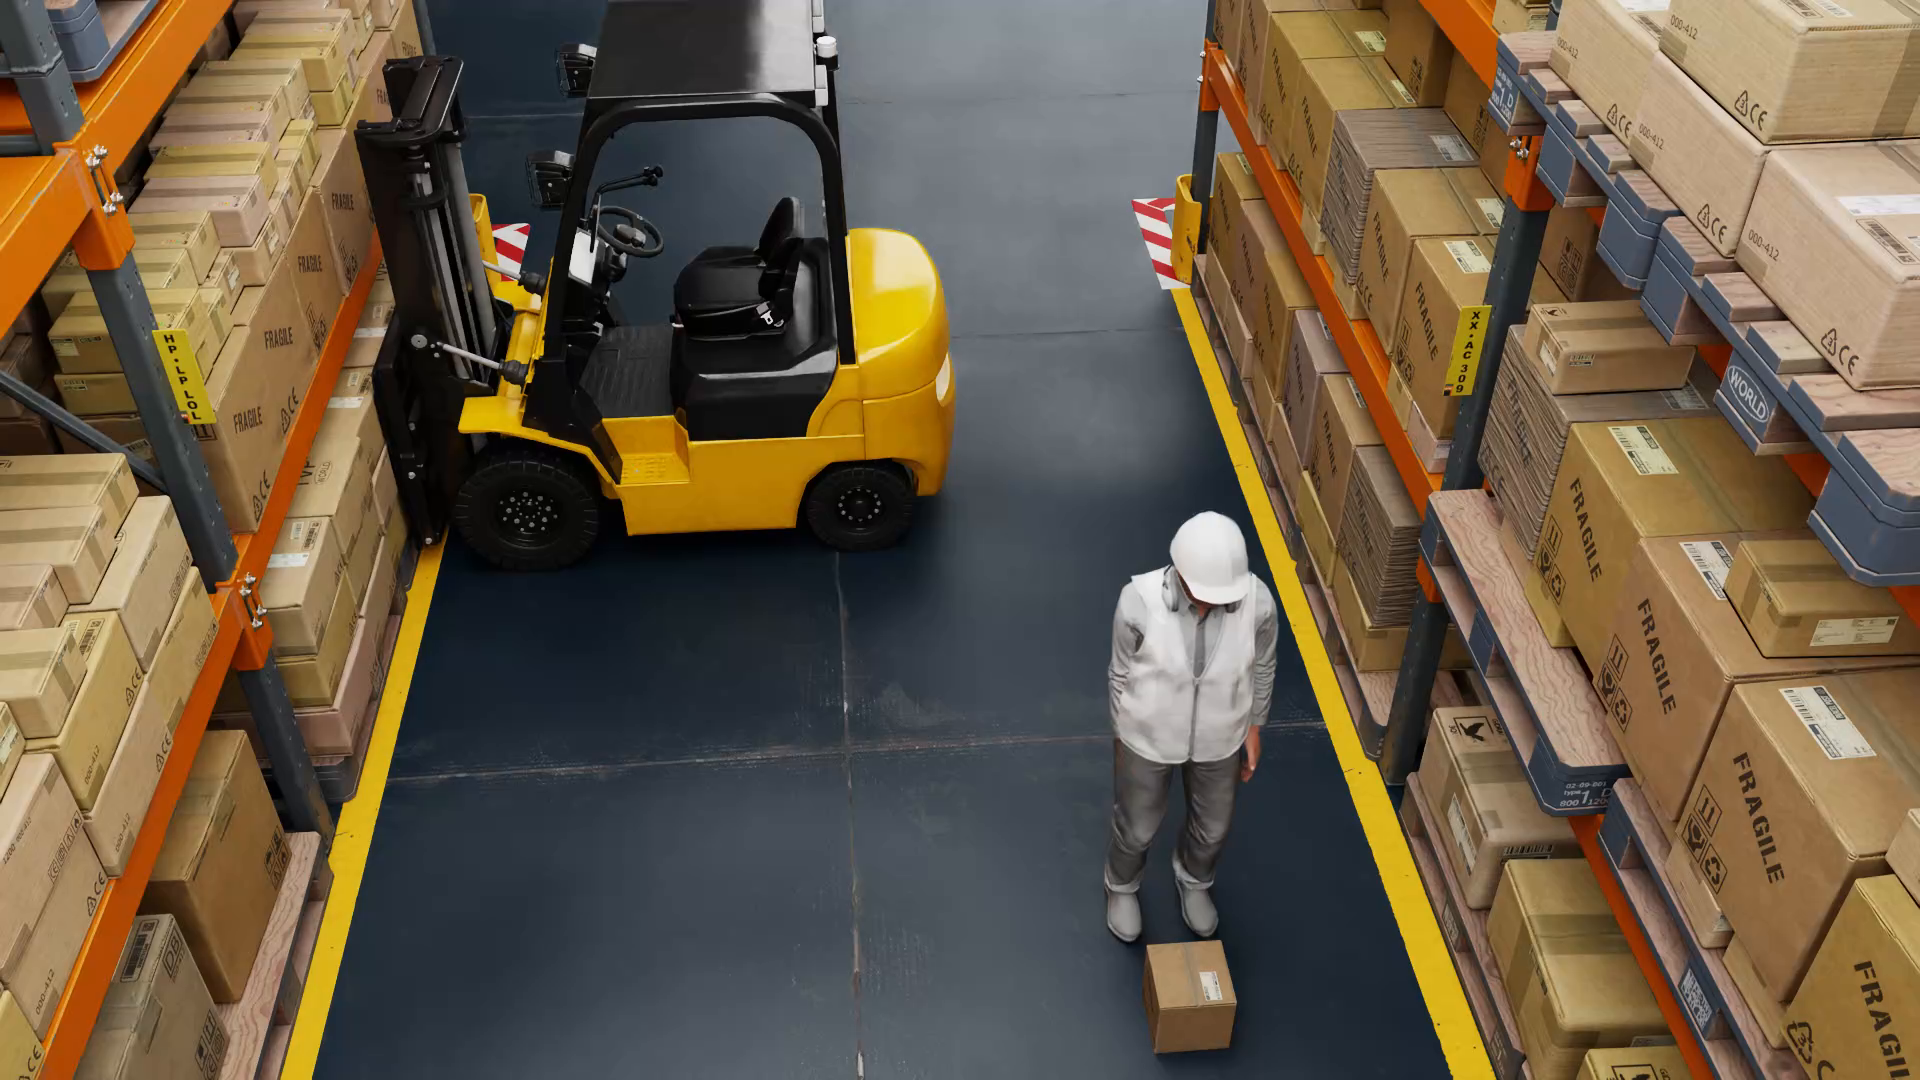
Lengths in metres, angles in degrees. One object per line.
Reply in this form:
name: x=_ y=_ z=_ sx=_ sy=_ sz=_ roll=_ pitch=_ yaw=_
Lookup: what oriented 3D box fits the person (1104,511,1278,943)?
person: x=0.735 y=0.613 z=5.384 sx=0.535 sy=1.763 sz=0.363 roll=-3 pitch=39 yaw=-4
